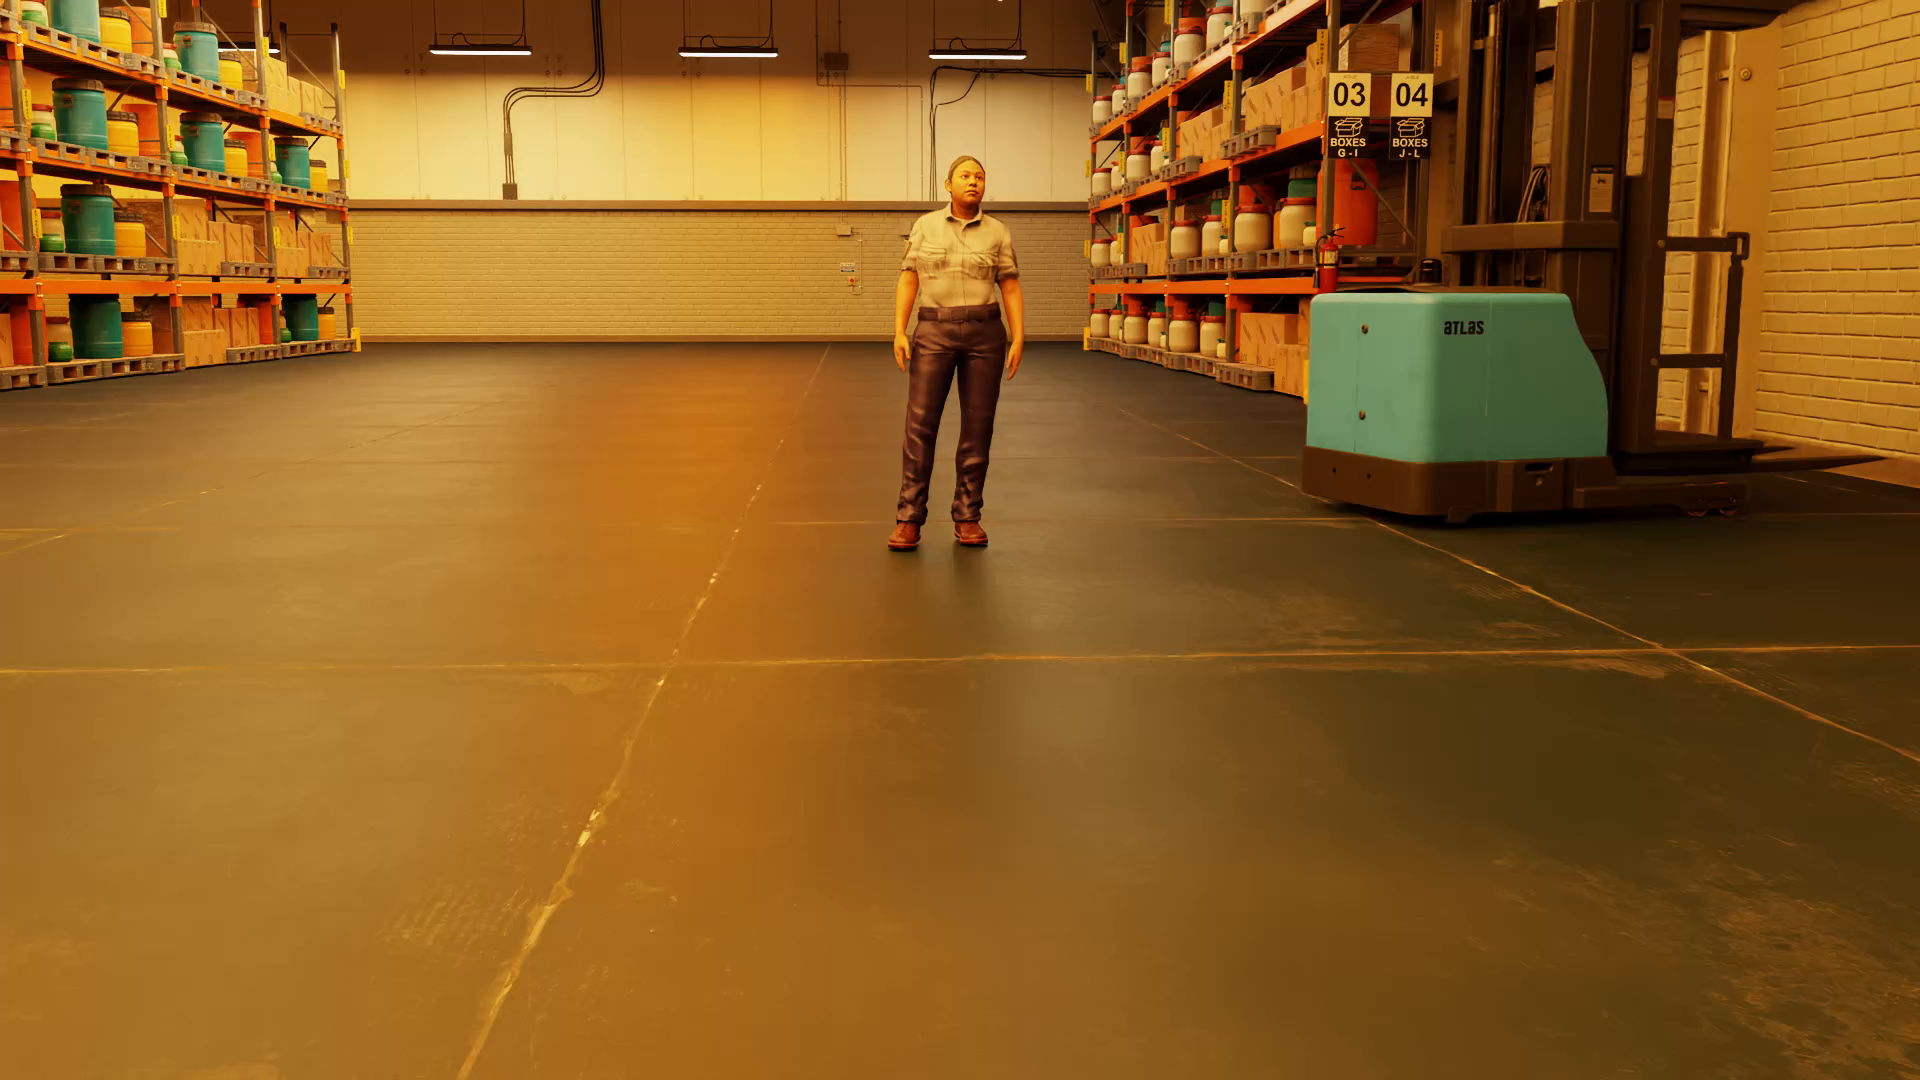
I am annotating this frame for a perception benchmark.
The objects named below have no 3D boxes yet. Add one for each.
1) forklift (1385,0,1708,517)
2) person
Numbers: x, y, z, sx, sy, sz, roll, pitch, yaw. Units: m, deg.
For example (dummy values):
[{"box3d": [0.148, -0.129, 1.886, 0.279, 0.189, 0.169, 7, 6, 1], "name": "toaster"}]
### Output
[{"box3d": [3.312, -1.630, 8.311, 3.031, 2.935, 1.121, -3, 9, -19], "name": "forklift"}, {"box3d": [-0.017, -0.809, 7.098, 0.599, 1.650, 0.503, -1, 8, -4], "name": "person"}]
